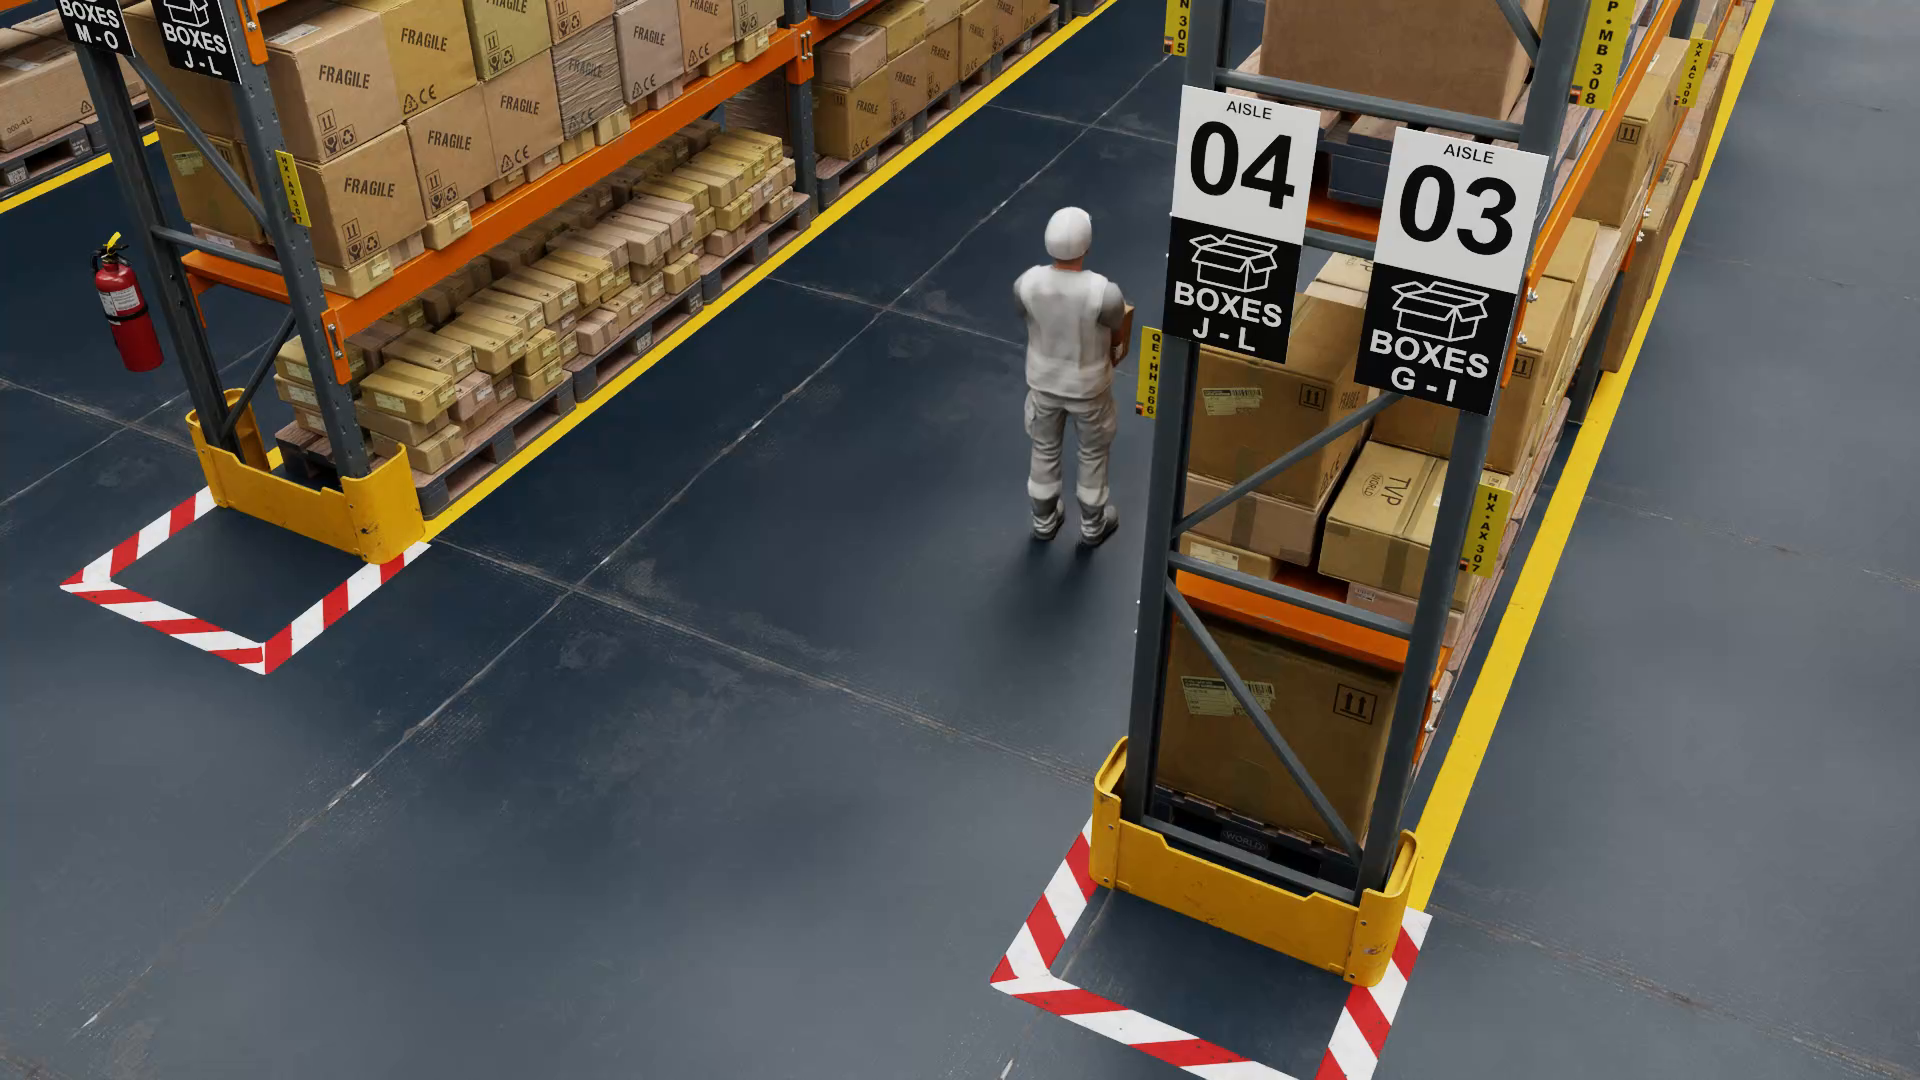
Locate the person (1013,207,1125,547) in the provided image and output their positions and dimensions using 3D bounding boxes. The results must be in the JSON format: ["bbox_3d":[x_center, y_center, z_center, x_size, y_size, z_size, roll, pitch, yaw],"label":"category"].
[{"bbox_3d":[0.522,-0.779,7.738,0.515,1.793,0.552,11,39,14],"label":"person"}]
